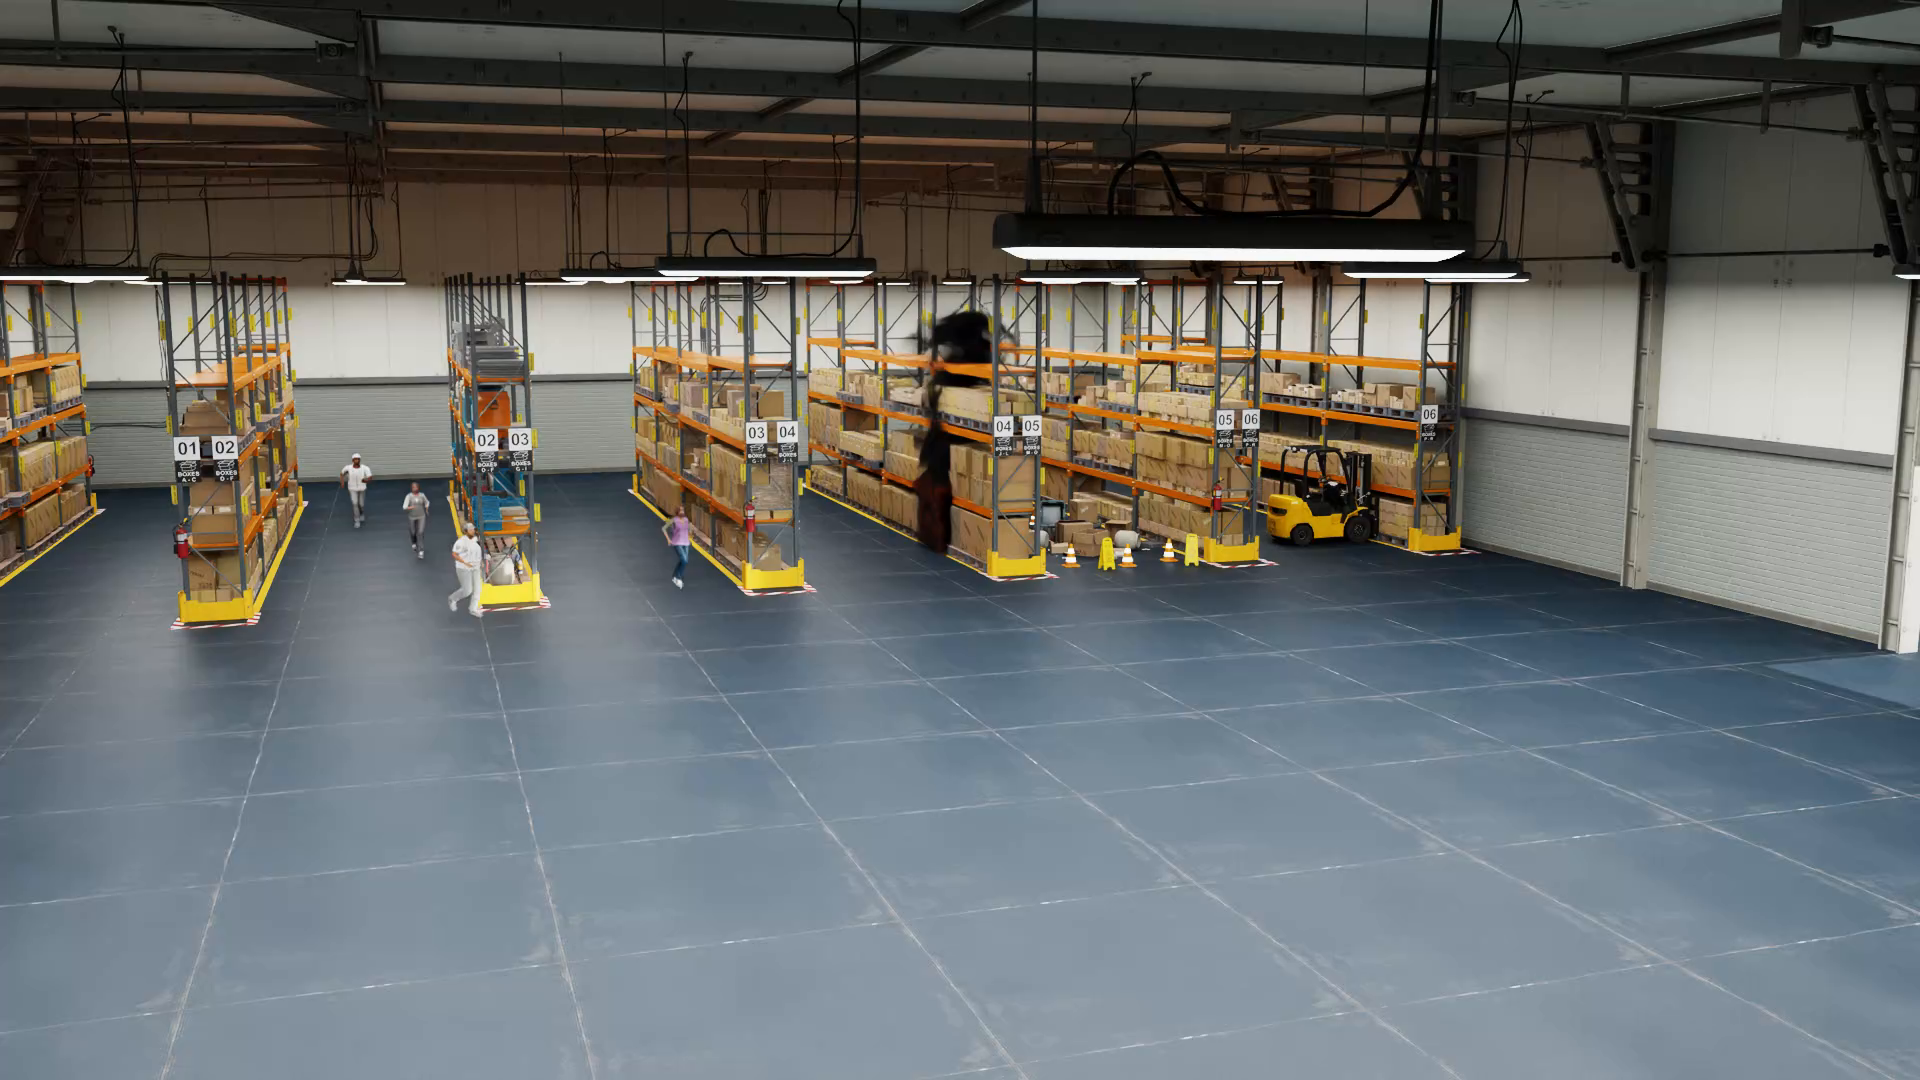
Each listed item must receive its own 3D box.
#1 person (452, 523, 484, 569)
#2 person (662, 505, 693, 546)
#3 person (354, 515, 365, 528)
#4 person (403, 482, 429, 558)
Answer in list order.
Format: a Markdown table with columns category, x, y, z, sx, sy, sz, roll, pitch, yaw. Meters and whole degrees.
| category | x | y | z | sx | sy | sz | roll | pitch | yaw |
| --- | --- | --- | --- | --- | --- | --- | --- | --- | --- |
| person | -8.617 | 0.125 | 29.238 | 0.389 | 0.845 | 0.597 | 5 | 10 | 29 |
| person | -5.344 | -0.269 | 31.880 | 0.605 | 0.804 | 0.510 | 8 | 12 | 43 |
| person | -14.554 | -0.527 | 40.304 | 0.312 | 0.322 | 1.060 | -4 | 9 | -23 |
| person | -11.650 | -0.454 | 35.674 | 0.539 | 1.583 | 0.894 | -3 | 9 | -19 |
